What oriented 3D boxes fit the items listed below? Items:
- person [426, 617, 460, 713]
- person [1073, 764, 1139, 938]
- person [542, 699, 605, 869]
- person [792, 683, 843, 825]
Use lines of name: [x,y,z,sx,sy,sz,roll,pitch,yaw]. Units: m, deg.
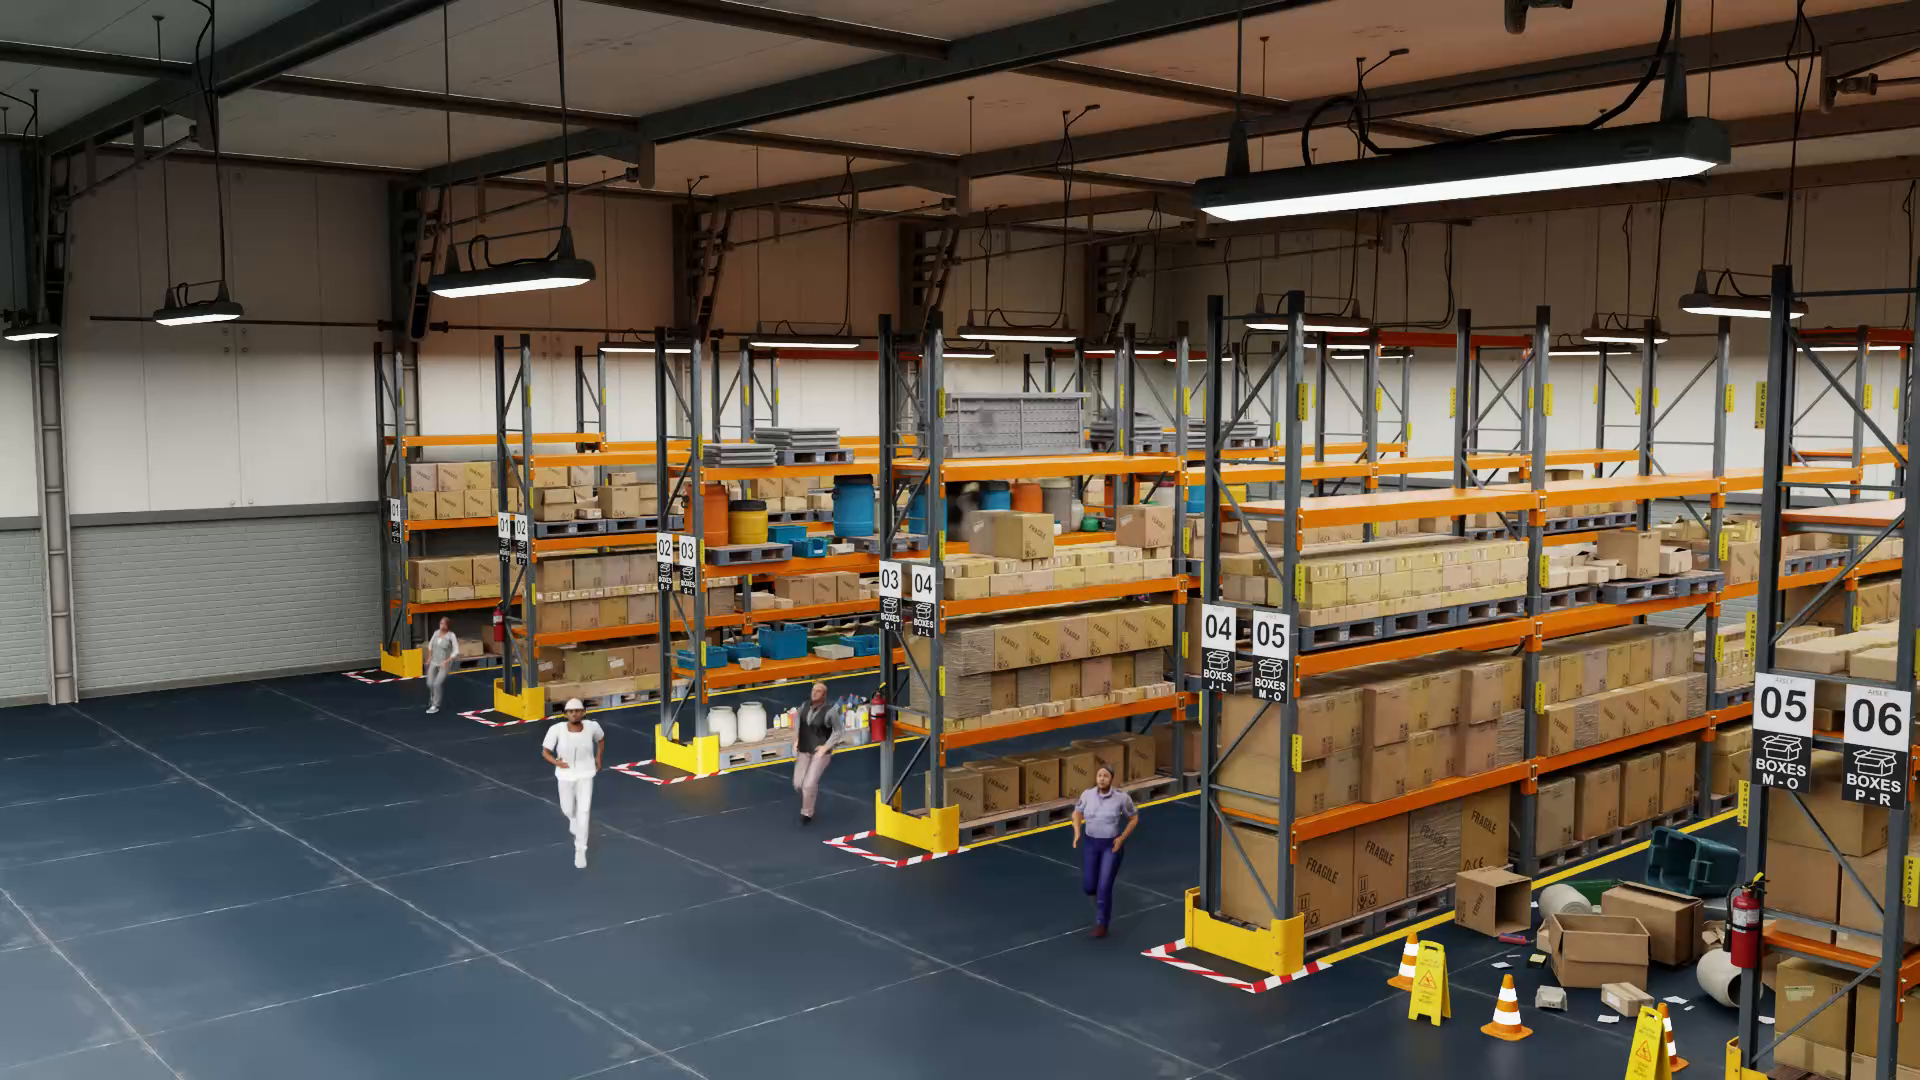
person: [-8.248,1.988,26.476,0.594,1.539,0.519,1,5,6]
person: [1.384,2.926,15.892,0.643,1.605,0.645,2,5,17]
person: [-4.275,2.622,18.384,0.663,1.773,1.145,-1,5,-7]
person: [-1.697,2.541,19.848,0.667,1.702,0.582,2,6,24]
